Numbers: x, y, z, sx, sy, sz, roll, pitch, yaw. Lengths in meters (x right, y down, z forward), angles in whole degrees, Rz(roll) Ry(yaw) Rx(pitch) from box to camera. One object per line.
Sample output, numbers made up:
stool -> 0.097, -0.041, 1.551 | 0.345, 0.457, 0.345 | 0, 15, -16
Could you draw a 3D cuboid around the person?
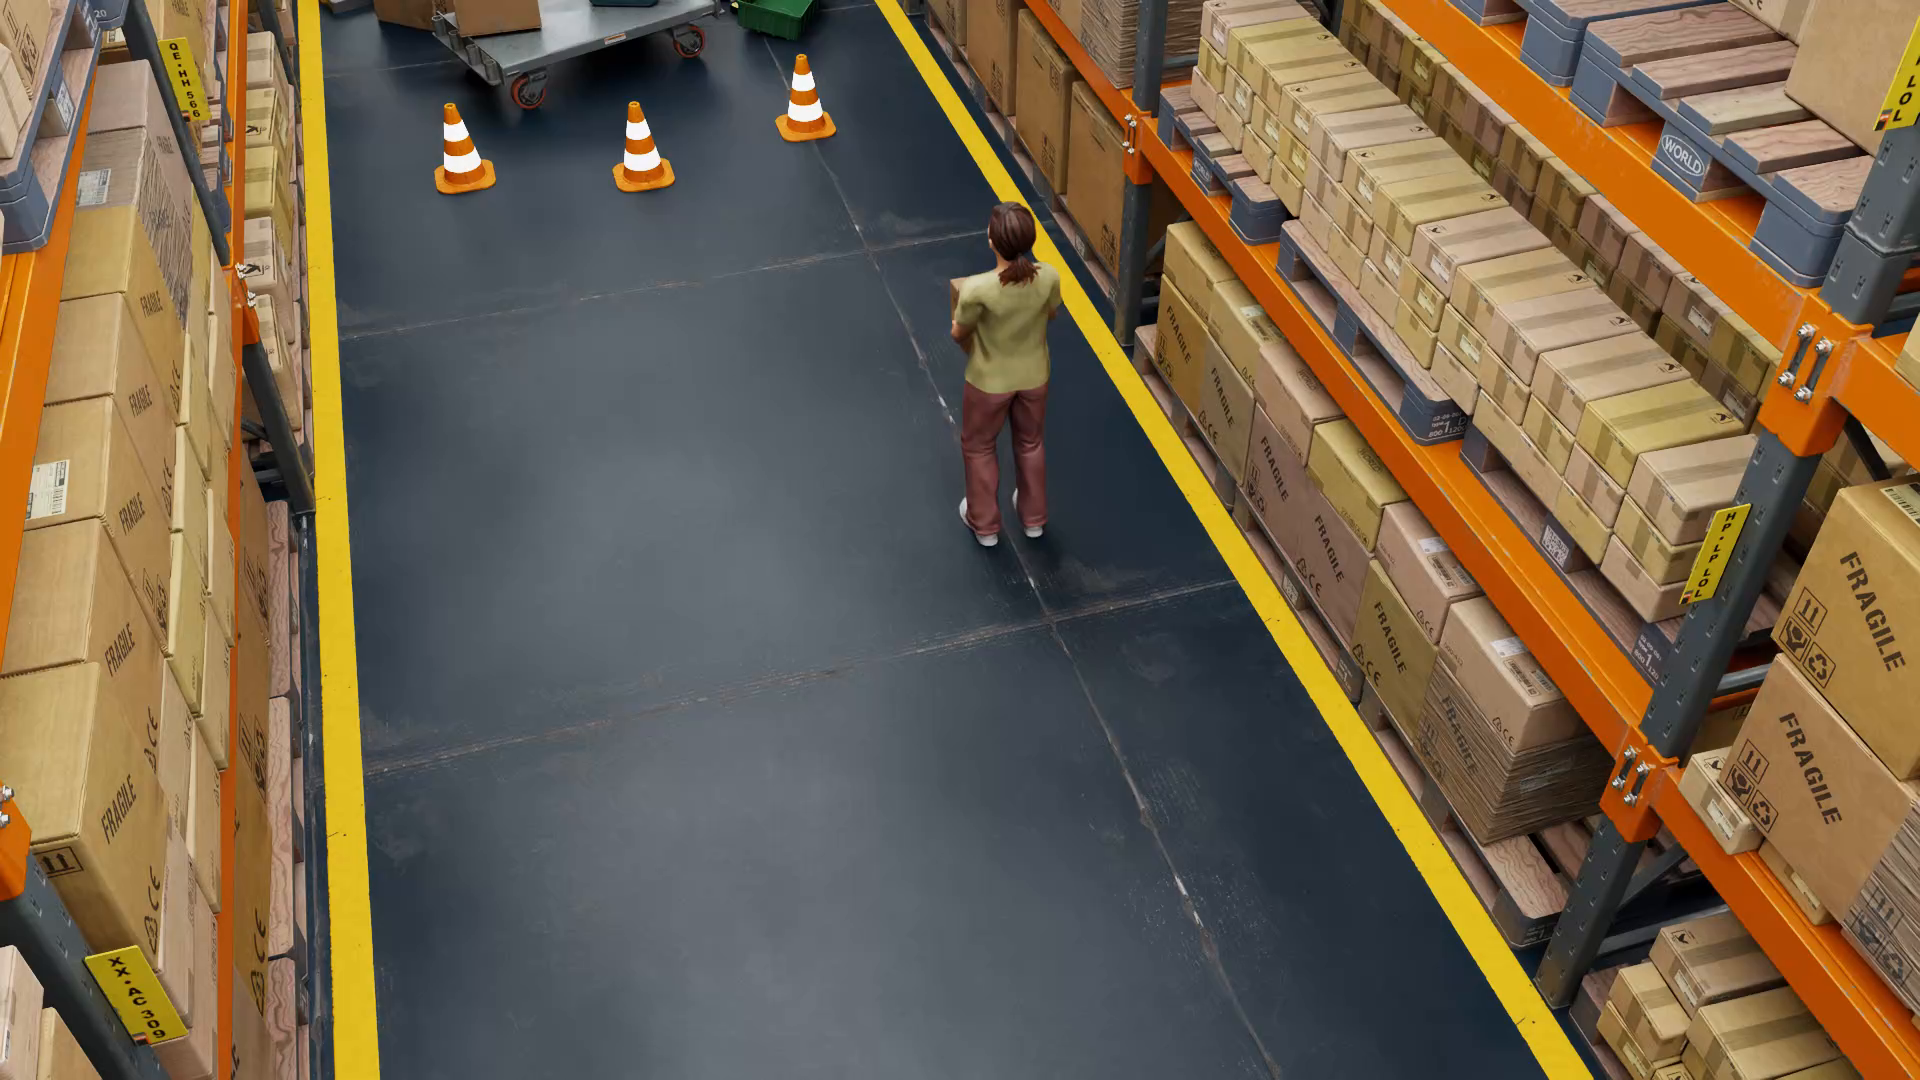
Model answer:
person -> 0.172, -0.713, 6.943 | 0.452, 1.672, 0.523 | -12, 44, -13
